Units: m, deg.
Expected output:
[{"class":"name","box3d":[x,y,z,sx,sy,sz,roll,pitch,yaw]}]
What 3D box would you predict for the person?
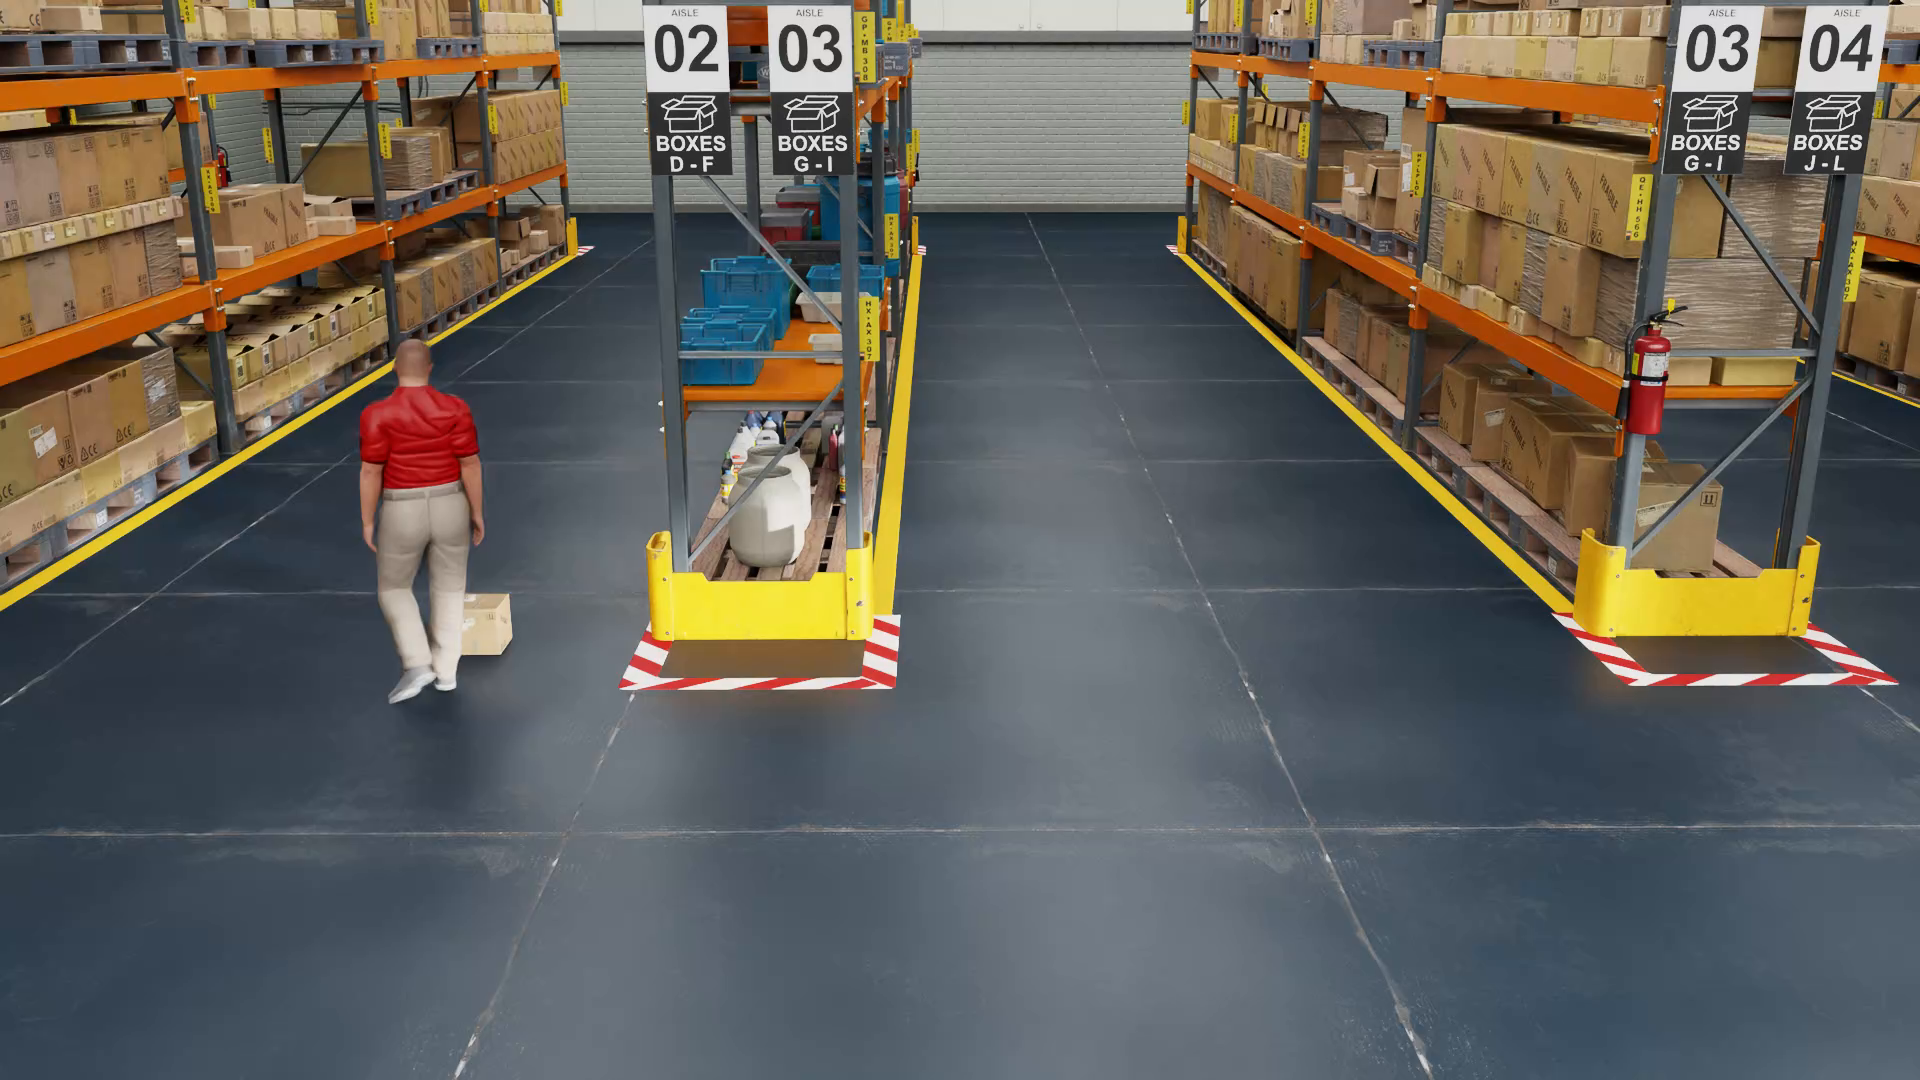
[{"class":"person","box3d":[-2.531,-0.091,7.861,0.554,1.738,0.554,-8,19,-25]}]
